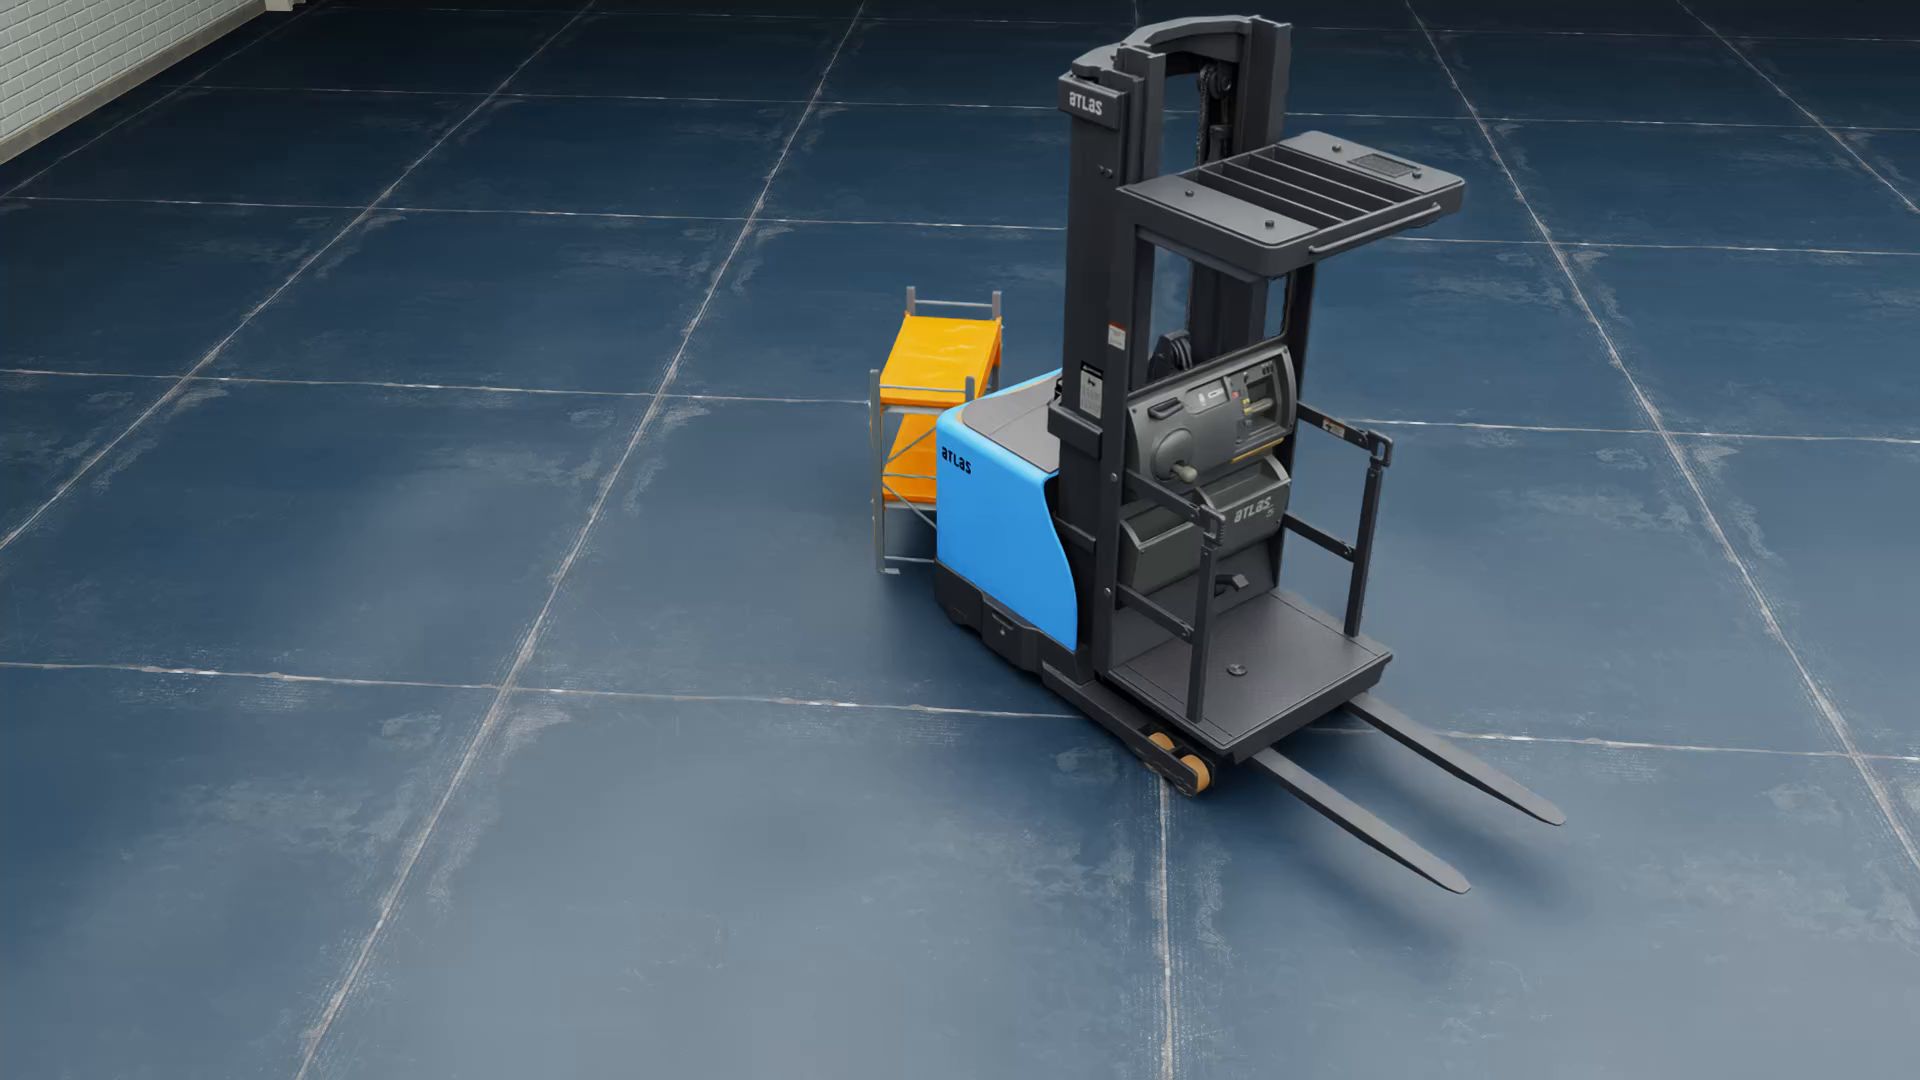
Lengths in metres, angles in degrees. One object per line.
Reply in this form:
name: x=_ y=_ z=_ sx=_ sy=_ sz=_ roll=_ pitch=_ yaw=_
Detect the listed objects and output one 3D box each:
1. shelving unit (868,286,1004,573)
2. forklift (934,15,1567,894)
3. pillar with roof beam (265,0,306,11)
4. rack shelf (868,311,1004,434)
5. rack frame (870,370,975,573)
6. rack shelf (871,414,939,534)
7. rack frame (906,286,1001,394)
shelving unit: x=-0.106 y=-0.571 z=8.604 sx=0.538 sy=1.125 sz=1.048 roll=4 pitch=32 yaw=7
forklift: x=1.184 y=-0.470 z=6.719 sx=1.130 sy=2.935 sz=3.031 roll=-23 pitch=38 yaw=-32
pillar with roof beam: x=-3.125 y=-9.511 z=15.606 sx=9.100 sy=9.000 sz=0.400 roll=2 pitch=32 yaw=4
rack shelf: x=-0.106 y=-0.820 z=8.451 sx=0.538 sy=0.278 sz=1.000 roll=4 pitch=32 yaw=7
rack frame: x=-0.178 y=-0.307 z=8.176 sx=0.500 sy=1.125 sz=0.032 roll=4 pitch=32 yaw=7
rack shelf: x=-0.106 y=-0.363 z=8.733 sx=0.538 sy=0.278 sz=1.000 roll=4 pitch=32 yaw=7
rack frame: x=-0.034 y=-0.835 z=9.033 sx=0.500 sy=1.125 sz=0.032 roll=4 pitch=32 yaw=7
